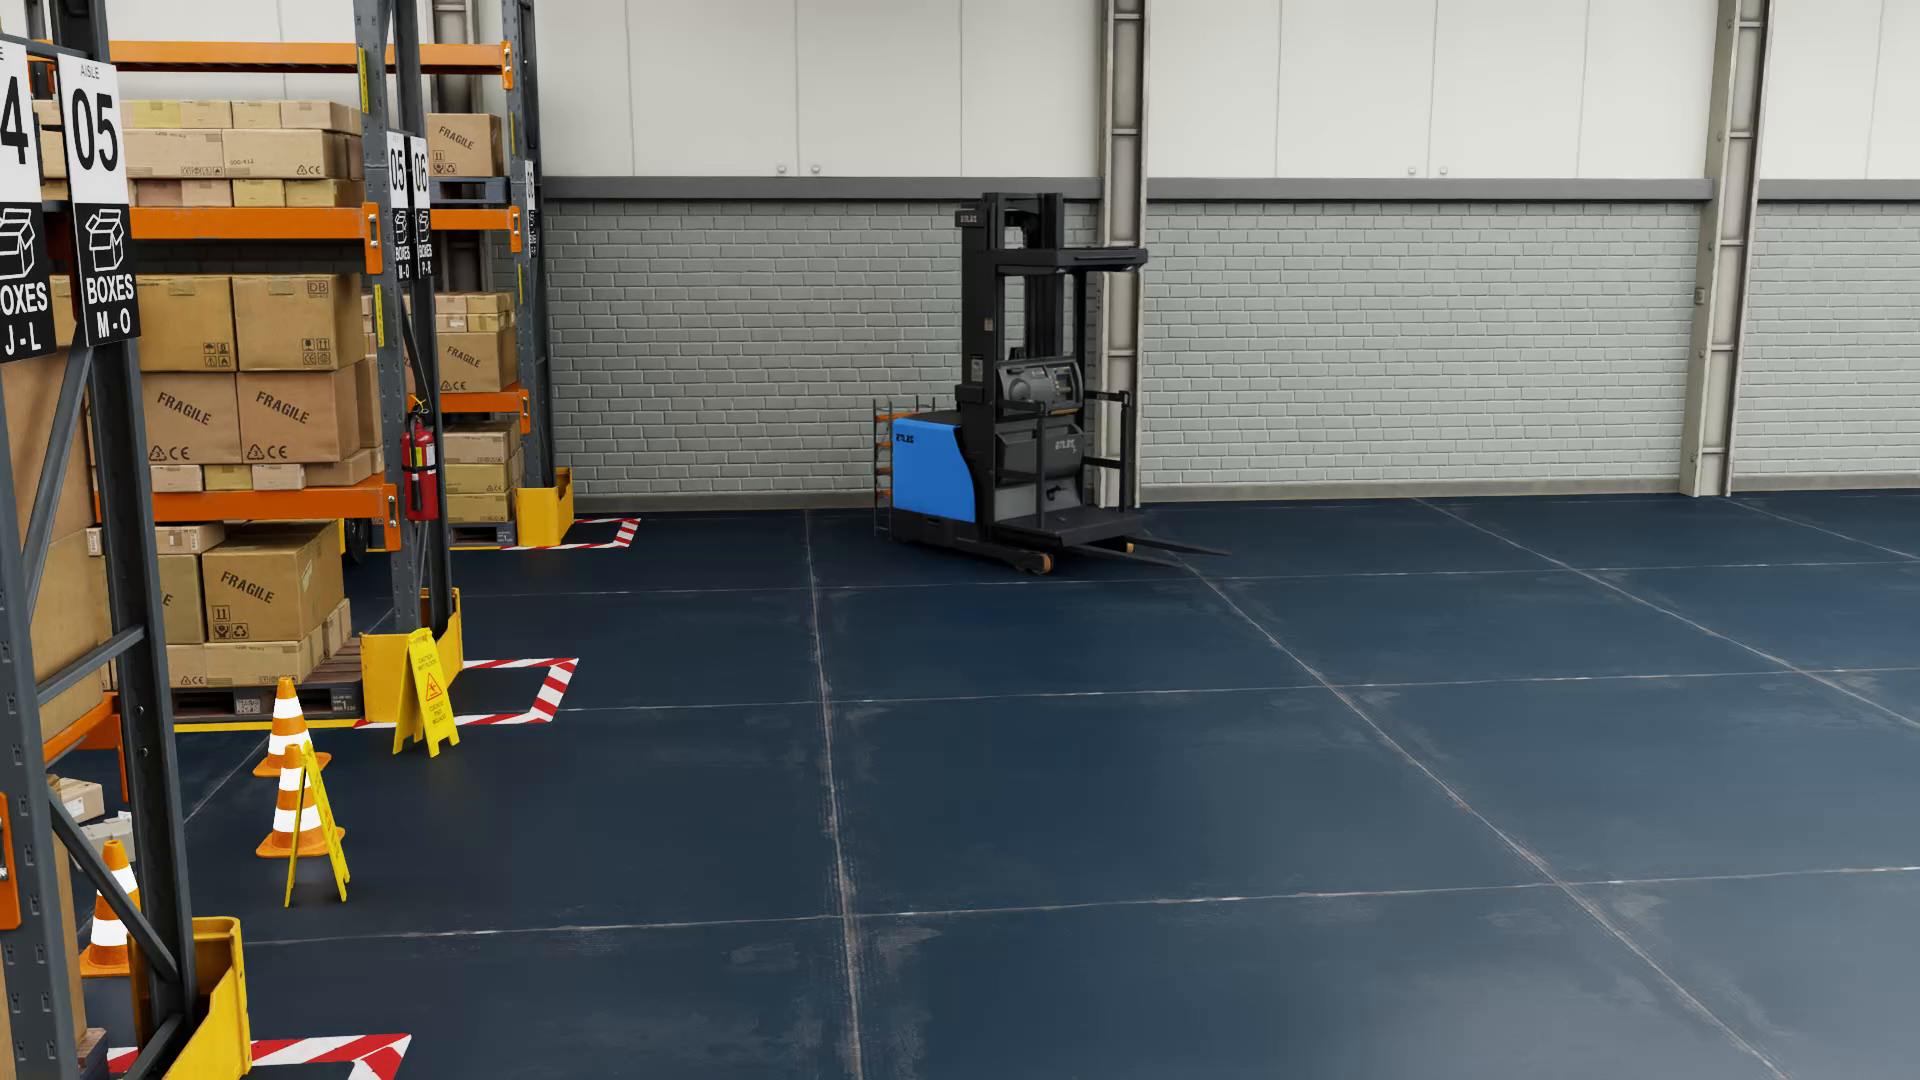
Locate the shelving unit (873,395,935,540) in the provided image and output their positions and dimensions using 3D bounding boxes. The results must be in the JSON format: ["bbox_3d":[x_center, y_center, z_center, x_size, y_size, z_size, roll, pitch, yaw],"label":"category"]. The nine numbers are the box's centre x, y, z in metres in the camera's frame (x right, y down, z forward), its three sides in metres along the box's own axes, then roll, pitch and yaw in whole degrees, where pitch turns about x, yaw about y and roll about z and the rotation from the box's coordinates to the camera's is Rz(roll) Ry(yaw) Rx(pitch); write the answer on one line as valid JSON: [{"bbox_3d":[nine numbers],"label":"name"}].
[{"bbox_3d":[-0.484,-0.638,14.503,0.503,1.200,0.258,-10,15,-42],"label":"shelving unit"}]

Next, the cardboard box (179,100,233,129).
[{"bbox_3d":[-3.938,-2.243,8.811,0.250,0.149,0.380,-1,11,-7],"label":"cardboard box"}]

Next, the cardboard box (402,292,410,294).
[{"bbox_3d":[-4.790,-2.064,14.377,0.250,0.149,0.380,-1,11,-6],"label":"cardboard box"}]

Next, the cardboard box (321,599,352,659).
[{"bbox_3d":[-3.953,0.533,9.921,0.500,0.250,0.500,-1,11,-7],"label":"cardboard box"}]

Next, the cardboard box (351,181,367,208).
[{"bbox_3d":[-3.486,-1.978,9.528,0.250,0.149,0.380,-1,11,-6],"label":"cardboard box"}]

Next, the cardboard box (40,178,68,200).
[{"bbox_3d":[-4.722,-1.840,8.827,0.250,0.149,0.380,-2,11,-8],"label":"cardboard box"}]

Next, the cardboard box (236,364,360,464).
[{"bbox_3d":[-3.631,-0.705,9.147,0.500,0.500,0.500,-1,11,-7],"label":"cardboard box"}]

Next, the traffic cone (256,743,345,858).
[{"bbox_3d":[-2.951,1.133,7.406,0.334,0.463,0.336,-1,11,-6],"label":"traffic cone"}]

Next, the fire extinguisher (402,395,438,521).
[{"bbox_3d":[-2.958,-0.450,9.082,0.183,0.674,0.296,-1,11,-6],"label":"fire extinguisher"}]

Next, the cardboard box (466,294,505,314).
[{"bbox_3d":[-3.994,-1.991,14.009,0.250,0.149,0.380,-1,11,-6],"label":"cardboard box"}]

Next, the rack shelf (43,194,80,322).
[{"bbox_3d":[-4.474,-0.704,4.262,4.000,0.370,1.077,-1,11,-6],"label":"rack shelf"}]

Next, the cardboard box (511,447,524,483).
[{"bbox_3d":[-4.151,-0.658,14.682,0.500,0.250,0.500,-1,11,-5],"label":"cardboard box"}]

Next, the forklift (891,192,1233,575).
[{"bbox_3d":[0.796,-1.279,13.275,1.130,2.935,3.031,-11,15,-43],"label":"forklift"}]

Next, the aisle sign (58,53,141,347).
[{"bbox_3d":[-2.448,-0.961,4.743,0.004,0.787,0.394,-1,11,-6],"label":"aisle sign"}]

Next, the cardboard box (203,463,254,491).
[{"bbox_3d":[-3.967,-0.374,9.146,0.250,0.149,0.380,-1,11,-7],"label":"cardboard box"}]

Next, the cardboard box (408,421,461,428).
[{"bbox_3d":[-4.655,-0.888,14.559,0.500,0.250,0.500,-1,11,-6],"label":"cardboard box"}]

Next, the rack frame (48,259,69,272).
[{"bbox_3d":[-7.637,-1.442,13.929,0.127,3.000,1.000,-1,11,-6],"label":"rack frame"}]

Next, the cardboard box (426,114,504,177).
[{"bbox_3d":[-4.075,-3.246,13.719,0.500,0.500,0.500,-1,11,-4],"label":"cardboard box"}]

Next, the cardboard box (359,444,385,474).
[{"bbox_3d":[-3.481,-0.483,9.702,0.250,0.149,0.380,-1,11,-6],"label":"cardboard box"}]

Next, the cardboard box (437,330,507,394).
[{"bbox_3d":[-4.122,-1.514,14.035,0.500,0.500,0.500,-1,11,-7],"label":"cardboard box"}]

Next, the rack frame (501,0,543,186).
[{"bbox_3d":[-3.661,-4.469,13.774,0.127,3.000,1.000,-1,11,-6],"label":"rack frame"}]

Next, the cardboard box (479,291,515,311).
[{"bbox_3d":[-4.018,-2.073,14.425,0.250,0.149,0.380,-1,11,-7],"label":"cardboard box"}]

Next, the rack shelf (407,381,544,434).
[{"bbox_3d":[-5.649,-1.131,14.211,4.000,0.370,1.077,-1,11,-6],"label":"rack shelf"}]

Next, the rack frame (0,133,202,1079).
[{"bbox_3d":[-2.486,0.373,4.694,0.127,3.000,1.000,-1,11,-6],"label":"rack frame"}]

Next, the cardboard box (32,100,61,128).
[{"bbox_3d":[-4.702,-2.244,8.813,0.250,0.149,0.380,-2,11,-8],"label":"cardboard box"}]

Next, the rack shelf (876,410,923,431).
[{"bbox_3d":[-0.484,-1.024,14.427,0.480,0.148,0.258,-10,15,-42],"label":"rack shelf"}]

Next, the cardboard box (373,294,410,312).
[{"bbox_3d":[-4.749,-1.979,13.944,0.250,0.149,0.380,-1,11,-6],"label":"cardboard box"}]

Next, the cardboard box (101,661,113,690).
[{"bbox_3d":[-4.931,0.659,9.280,0.500,0.250,0.500,-2,11,-8],"label":"cardboard box"}]

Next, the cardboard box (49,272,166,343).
[{"bbox_3d":[-4.605,-1.168,8.909,0.500,0.500,0.700,-1,11,-7],"label":"cardboard box"}]

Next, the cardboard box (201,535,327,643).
[{"bbox_3d":[-3.889,0.268,9.325,0.500,0.500,0.500,-1,11,-6],"label":"cardboard box"}]

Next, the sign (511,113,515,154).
[{"bbox_3d":[-3.616,-3.289,13.455,0.005,0.325,0.100,-1,11,-6],"label":"sign"}]

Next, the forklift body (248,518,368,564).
[{"bbox_3d":[-5.349,-0.720,12.454,1.214,2.155,2.313,-1,11,-6],"label":"forklift body"}]

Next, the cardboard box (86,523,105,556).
[{"bbox_3d":[-4.760,-0.020,9.108,0.250,0.149,0.380,-1,11,-4],"label":"cardboard box"}]

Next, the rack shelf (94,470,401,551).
[{"bbox_3d":[-5.109,-0.179,9.369,4.000,0.370,1.077,-1,11,-6],"label":"rack shelf"}]

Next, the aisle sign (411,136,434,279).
[{"bbox_3d":[-3.093,-1.910,9.570,0.004,0.787,0.394,-1,11,-6],"label":"aisle sign"}]

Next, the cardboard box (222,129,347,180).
[{"bbox_3d":[-3.601,-2.056,8.891,0.500,0.250,0.500,-1,11,-7],"label":"cardboard box"}]

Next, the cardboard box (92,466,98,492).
[{"bbox_3d":[-4.734,-0.362,9.084,0.250,0.149,0.380,-1,11,-7],"label":"cardboard box"}]

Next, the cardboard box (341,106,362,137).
[{"bbox_3d":[-3.496,-2.345,9.331,0.250,0.149,0.380,-1,11,-6],"label":"cardboard box"}]

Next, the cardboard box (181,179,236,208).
[{"bbox_3d":[-3.957,-1.851,8.882,0.250,0.149,0.380,-1,11,-4],"label":"cardboard box"}]

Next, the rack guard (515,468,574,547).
[{"bbox_3d":[-3.637,-0.300,14.597,0.348,0.500,1.175,-1,11,-6],"label":"rack guard"}]

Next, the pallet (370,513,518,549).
[{"bbox_3d":[-4.417,-0.134,14.500,1.213,0.211,1.003,-1,11,-6],"label":"pallet"}]

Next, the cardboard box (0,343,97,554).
[{"bbox_3d":[-2.859,-0.230,4.573,0.550,0.550,0.875,-1,11,-6],"label":"cardboard box"}]

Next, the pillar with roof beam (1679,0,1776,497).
[{"bbox_3d":[7.944,-4.052,11.652,0.400,9.000,9.100,-1,11,-6],"label":"pillar with roof beam"}]

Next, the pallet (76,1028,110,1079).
[{"bbox_3d":[-3.273,1.773,4.802,1.213,0.211,1.003,-1,11,-6],"label":"pallet"}]

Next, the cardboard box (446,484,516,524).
[{"bbox_3d":[-4.094,-0.312,14.220,0.500,0.250,0.500,-1,11,-6],"label":"cardboard box"}]

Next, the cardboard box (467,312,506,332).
[{"bbox_3d":[-3.975,-1.832,13.971,0.250,0.149,0.380,-1,11,-5],"label":"cardboard box"}]

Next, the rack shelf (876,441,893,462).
[{"bbox_3d":[-0.484,-0.791,14.473,0.480,0.148,0.258,-10,15,-42],"label":"rack shelf"}]
